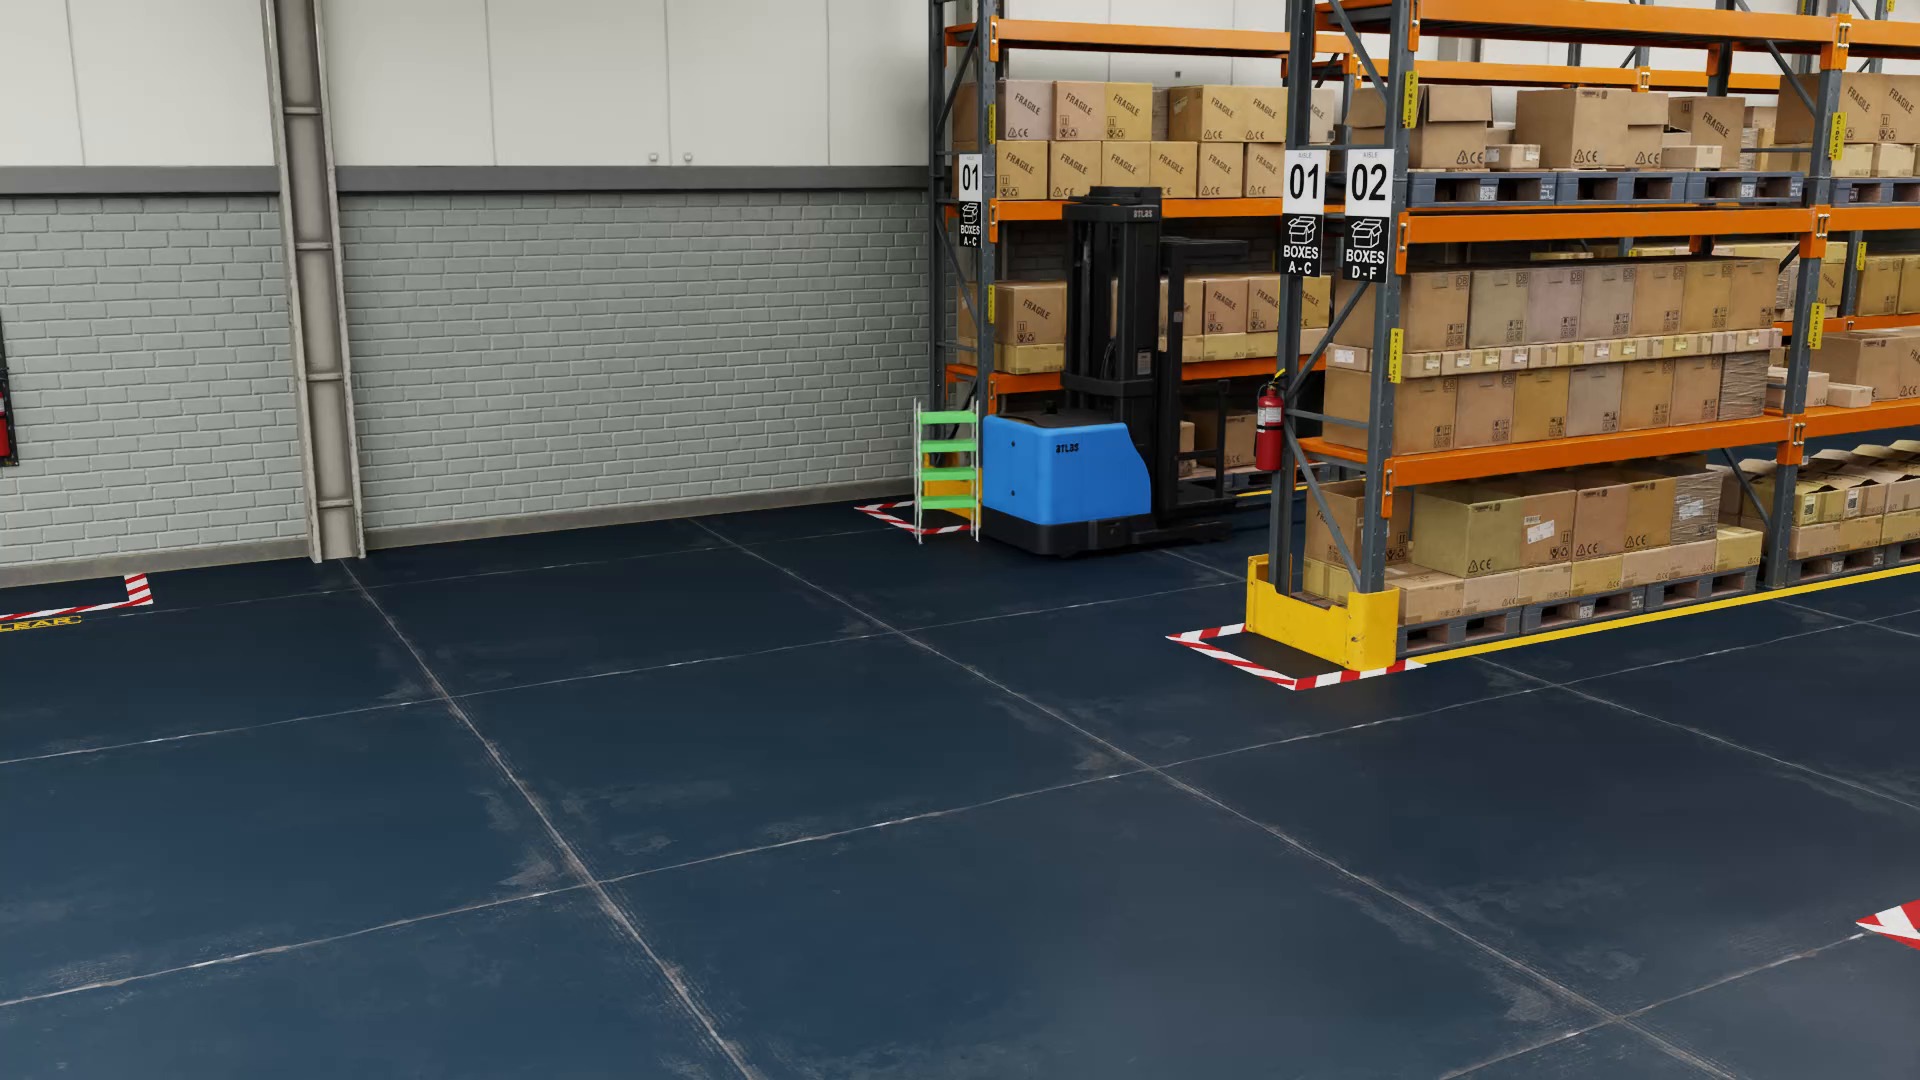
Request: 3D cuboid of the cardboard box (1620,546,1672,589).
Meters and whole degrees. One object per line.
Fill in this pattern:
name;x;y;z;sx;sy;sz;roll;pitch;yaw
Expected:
cardboard box;4.719;0.147;11.931;0.500;0.250;0.500;-7;14;-28

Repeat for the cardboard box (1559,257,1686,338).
cardboard box;4.627;-1.715;11.713;0.500;0.500;0.700;-7;14;-28

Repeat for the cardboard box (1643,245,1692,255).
cardboard box;8.024;-3.186;18.776;0.500;0.250;0.500;-7;14;-29

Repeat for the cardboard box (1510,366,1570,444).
cardboard box;3.699;-0.969;11.354;0.500;0.500;0.700;-7;14;-27

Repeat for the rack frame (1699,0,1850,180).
rack frame;5.897;-4.114;11.892;0.127;3.000;1.000;-7;14;-28

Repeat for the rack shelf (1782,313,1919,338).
rack shelf;12.297;-2.842;21.544;4.000;0.370;1.077;-7;14;-28

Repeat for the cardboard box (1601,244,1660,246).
cardboard box;7.761;-3.283;19.205;0.500;0.250;0.500;-7;15;-30

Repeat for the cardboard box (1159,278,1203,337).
cardboard box;1.914;-2.175;15.529;0.500;0.500;0.500;-6;14;-26

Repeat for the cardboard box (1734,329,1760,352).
cardboard box;5.543;-1.456;12.044;0.250;0.149;0.380;-7;15;-29

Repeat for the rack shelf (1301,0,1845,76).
rack shelf;4.141;-3.357;11.080;4.000;0.370;1.077;-7;14;-28

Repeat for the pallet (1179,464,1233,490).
pallet;1.875;-0.574;16.178;1.213;0.211;1.003;-7;14;-28

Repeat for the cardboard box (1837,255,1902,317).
cardboard box;11.026;-3.183;20.737;0.700;0.700;0.980;-7;14;-27

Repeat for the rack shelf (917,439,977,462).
rack shelf;-0.115;-0.760;13.951;0.480;0.148;0.258;-2;13;-10

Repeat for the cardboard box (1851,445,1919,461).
cardboard box;7.901;-0.636;14.132;0.500;0.311;0.500;-7;15;-29

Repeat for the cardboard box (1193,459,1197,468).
cardboard box;2.106;-0.800;16.325;0.250;0.149;0.380;-8;15;-32

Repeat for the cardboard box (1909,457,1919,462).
cardboard box;8.168;-0.533;13.677;0.500;0.311;0.500;-7;14;-28

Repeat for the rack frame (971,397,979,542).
rack frame;0.125;-0.598;14.033;0.015;1.200;0.240;-2;13;-10

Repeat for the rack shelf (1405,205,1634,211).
rack shelf;5.275;-3.464;17.475;4.000;0.370;1.077;-7;14;-28

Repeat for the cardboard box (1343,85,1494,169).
cardboard box;2.892;-2.613;10.543;0.637;0.503;0.797;-6;14;-24

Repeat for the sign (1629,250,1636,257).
sign;7.299;-2.984;18.082;0.005;0.325;0.100;-7;14;-28

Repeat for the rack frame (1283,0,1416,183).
rack frame;2.386;-3.693;10.022;0.127;3.000;1.000;-7;14;-28

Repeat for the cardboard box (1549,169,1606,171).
cardboard box;6.528;-3.864;17.771;0.500;0.311;0.500;-7;14;-28

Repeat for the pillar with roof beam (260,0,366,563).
pillar with roof beam;-2.995;-3.426;8.839;0.400;9.000;9.100;-7;14;-28

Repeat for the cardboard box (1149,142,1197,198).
cardboard box;1.825;-3.395;15.256;0.500;0.500;0.500;-6;14;-24

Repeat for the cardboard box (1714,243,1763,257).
cardboard box;8.906;-3.294;19.257;0.500;0.250;0.500;-7;15;-29

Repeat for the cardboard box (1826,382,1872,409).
cardboard box;6.772;-1.118;12.817;0.250;0.149;0.380;-7;14;-28

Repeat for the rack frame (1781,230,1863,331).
rack frame;10.542;-2.983;20.530;0.127;3.000;1.000;-7;14;-28

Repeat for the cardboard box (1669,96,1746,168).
cardboard box;5.328;-2.970;12.139;0.500;0.500;0.500;-6;14;-23

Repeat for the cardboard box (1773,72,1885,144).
cardboard box;6.457;-3.205;12.364;0.500;0.500;0.500;-7;14;-27

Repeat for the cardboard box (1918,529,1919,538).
cardboard box;7.719;-0.207;13.502;0.500;0.250;0.500;-7;14;-27

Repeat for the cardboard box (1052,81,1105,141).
cardboard box;0.928;-3.767;14.632;0.500;0.500;0.500;-7;14;-29

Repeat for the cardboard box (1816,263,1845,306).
cardboard box;10.257;-3.089;20.053;0.500;0.500;0.500;-7;15;-29

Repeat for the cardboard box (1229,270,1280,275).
cardboard box;3.007;-2.434;16.682;0.500;0.500;0.500;-7;15;-29

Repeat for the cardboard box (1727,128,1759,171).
cardboard box;8.789;-4.527;19.330;0.500;0.500;0.700;-7;14;-28

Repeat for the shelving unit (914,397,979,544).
shelving unit;-0.115;-0.588;13.990;0.503;1.200;0.258;-2;13;-10

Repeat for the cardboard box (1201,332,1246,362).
cardboard box;2.374;-1.863;15.850;0.500;0.250;0.500;-7;14;-28

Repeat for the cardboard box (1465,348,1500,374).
cardboard box;3.283;-1.185;10.839;0.250;0.149;0.380;-7;14;-28

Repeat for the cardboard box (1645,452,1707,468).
cardboard box;5.340;-0.428;12.775;0.500;0.500;0.500;-7;14;-28

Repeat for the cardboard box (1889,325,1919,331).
cardboard box;7.943;-1.477;13.611;0.500;0.500;0.500;-8;15;-31

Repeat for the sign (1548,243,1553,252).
sign;6.762;-3.233;19.007;0.005;0.325;0.100;-7;14;-28

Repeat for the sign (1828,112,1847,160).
sign;6.164;-2.834;11.681;0.005;0.325;0.100;-7;14;-28

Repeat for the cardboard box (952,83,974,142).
cardboard box;0.262;-3.826;14.894;0.500;0.500;0.500;-6;14;-25

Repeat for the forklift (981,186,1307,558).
forklift;1.711;-1.497;14.084;3.031;2.935;1.130;-7;15;-29

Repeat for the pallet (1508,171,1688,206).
pallet;4.091;-2.385;11.244;1.213;0.211;1.003;-7;14;-28

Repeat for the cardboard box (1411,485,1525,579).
cardboard box;3.401;-0.062;11.150;0.500;0.500;0.500;-7;14;-28

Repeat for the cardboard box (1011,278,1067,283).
cardboard box;0.767;-2.164;15.482;0.500;0.500;0.500;-7;14;-27

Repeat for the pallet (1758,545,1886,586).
pallet;6.525;0.089;13.234;1.213;0.211;1.003;-7;14;-28

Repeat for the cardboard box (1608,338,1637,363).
cardboard box;4.414;-1.320;11.439;0.250;0.149;0.380;-6;14;-26

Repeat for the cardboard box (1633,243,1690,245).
cardboard box;8.213;-3.336;19.442;0.500;0.250;0.500;-7;15;-29

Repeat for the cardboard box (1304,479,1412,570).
cardboard box;2.714;-0.109;11.360;0.500;0.500;0.500;-7;14;-28
